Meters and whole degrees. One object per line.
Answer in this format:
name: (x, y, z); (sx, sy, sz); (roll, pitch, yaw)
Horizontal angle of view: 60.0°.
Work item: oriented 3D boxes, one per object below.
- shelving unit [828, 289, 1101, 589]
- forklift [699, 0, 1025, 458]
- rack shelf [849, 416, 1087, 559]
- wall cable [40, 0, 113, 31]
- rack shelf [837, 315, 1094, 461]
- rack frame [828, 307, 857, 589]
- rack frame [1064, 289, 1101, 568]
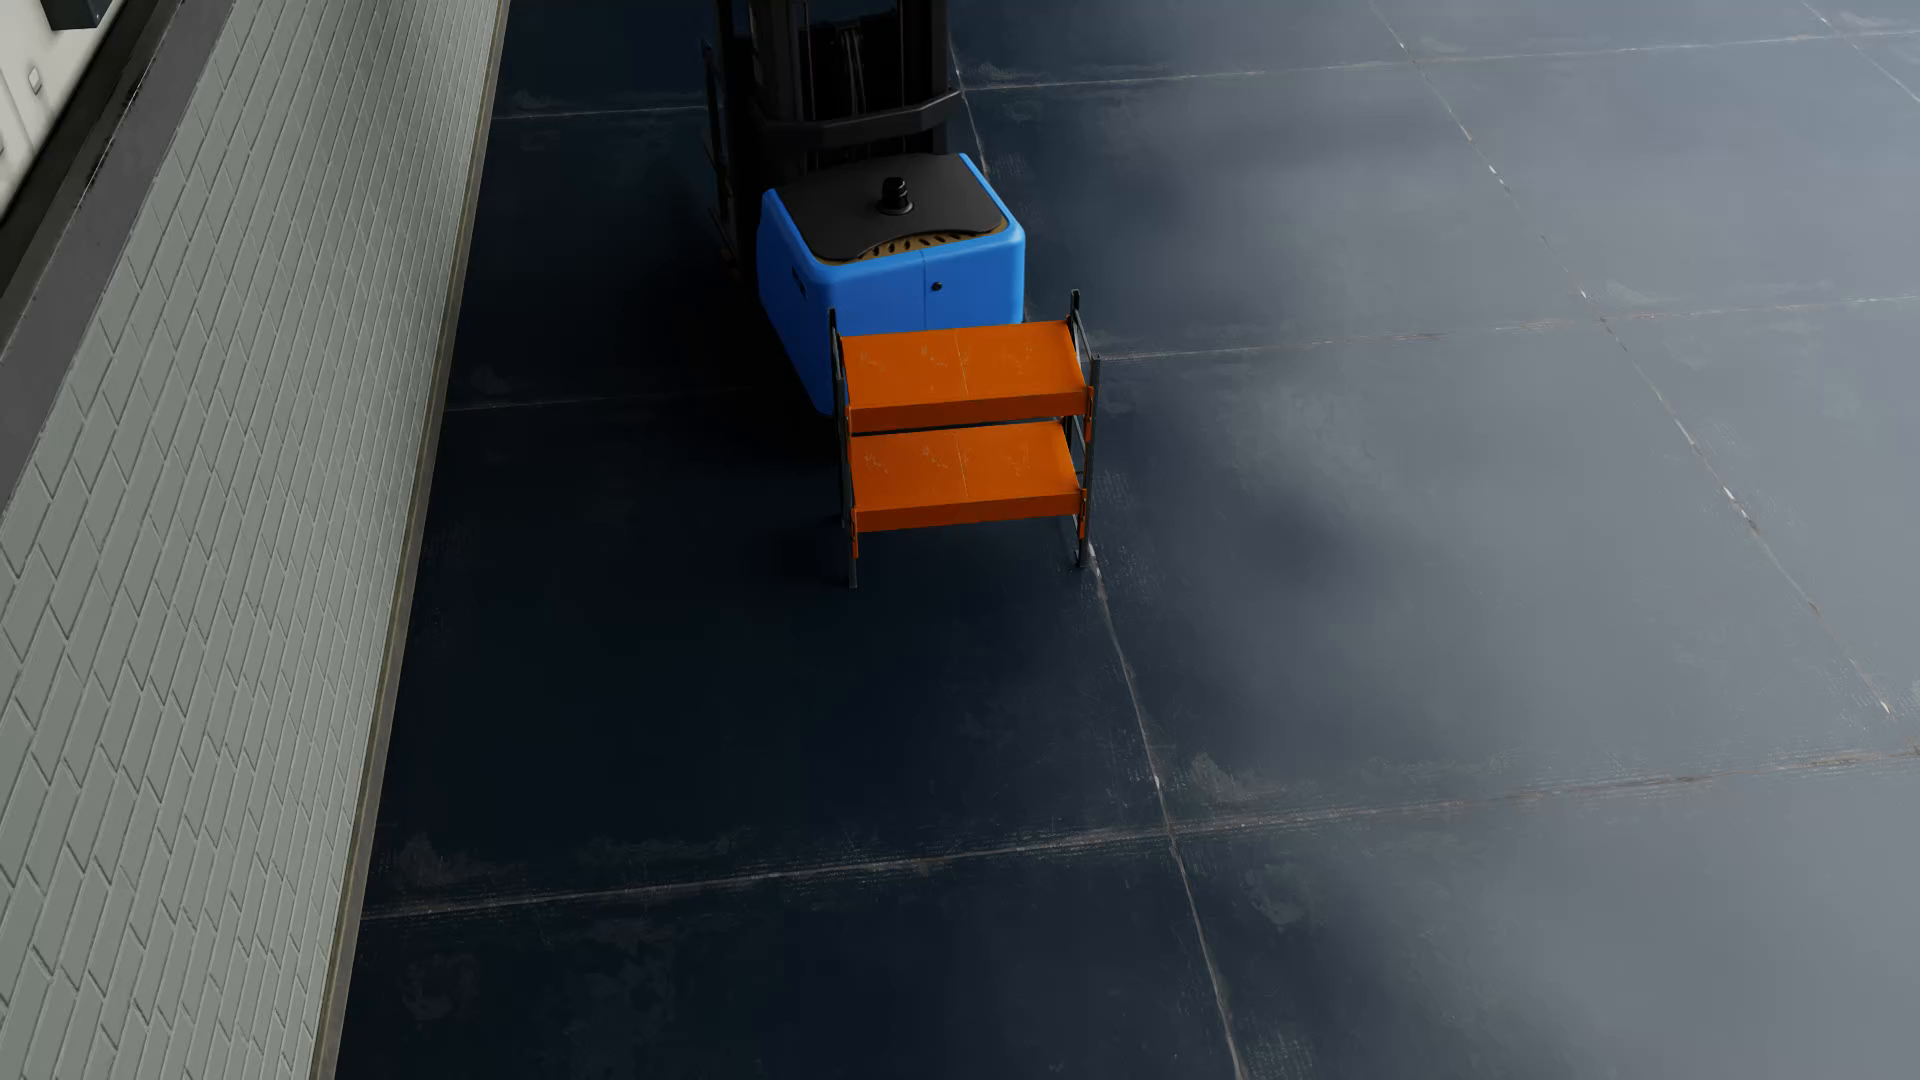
shelving unit: (0.007, -0.418, 7.089); (1.048, 1.125, 0.538); (-5, 42, -6)
forklift: (-0.687, -2.469, 8.014); (1.130, 2.935, 3.031); (-14, 44, -15)
rack shelf: (0.007, -0.237, 7.253); (1.000, 0.278, 0.538); (-5, 42, -6)
wall cable: (-2.303, -4.246, 2.915); (0.169, 6.003, 2.305); (-5, 42, -6)
rack shelf: (0.007, -0.636, 6.893); (1.000, 0.278, 0.538); (-5, 42, -6)
rack frame: (-0.497, -0.374, 7.040); (0.032, 1.125, 0.500); (-5, 42, -6)
rack frame: (0.511, -0.462, 7.138); (0.032, 1.125, 0.500); (-5, 42, -6)
